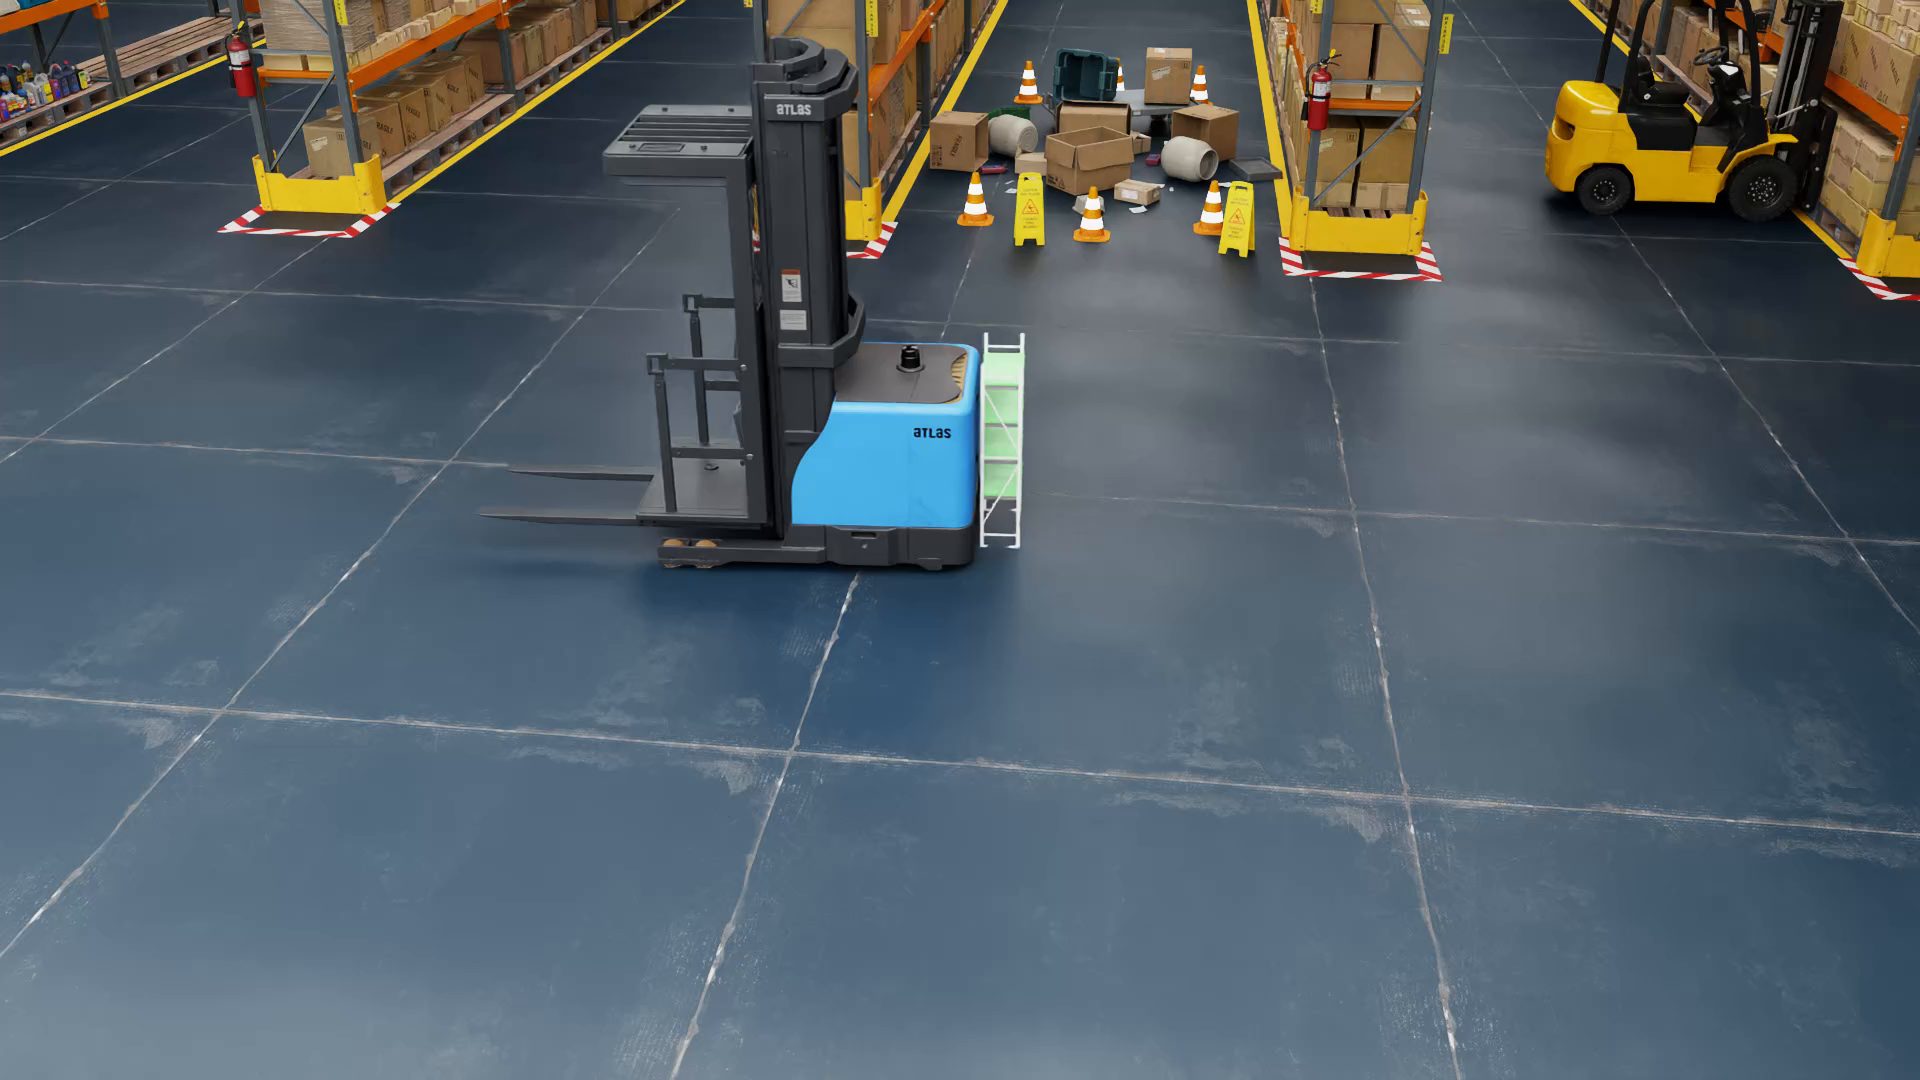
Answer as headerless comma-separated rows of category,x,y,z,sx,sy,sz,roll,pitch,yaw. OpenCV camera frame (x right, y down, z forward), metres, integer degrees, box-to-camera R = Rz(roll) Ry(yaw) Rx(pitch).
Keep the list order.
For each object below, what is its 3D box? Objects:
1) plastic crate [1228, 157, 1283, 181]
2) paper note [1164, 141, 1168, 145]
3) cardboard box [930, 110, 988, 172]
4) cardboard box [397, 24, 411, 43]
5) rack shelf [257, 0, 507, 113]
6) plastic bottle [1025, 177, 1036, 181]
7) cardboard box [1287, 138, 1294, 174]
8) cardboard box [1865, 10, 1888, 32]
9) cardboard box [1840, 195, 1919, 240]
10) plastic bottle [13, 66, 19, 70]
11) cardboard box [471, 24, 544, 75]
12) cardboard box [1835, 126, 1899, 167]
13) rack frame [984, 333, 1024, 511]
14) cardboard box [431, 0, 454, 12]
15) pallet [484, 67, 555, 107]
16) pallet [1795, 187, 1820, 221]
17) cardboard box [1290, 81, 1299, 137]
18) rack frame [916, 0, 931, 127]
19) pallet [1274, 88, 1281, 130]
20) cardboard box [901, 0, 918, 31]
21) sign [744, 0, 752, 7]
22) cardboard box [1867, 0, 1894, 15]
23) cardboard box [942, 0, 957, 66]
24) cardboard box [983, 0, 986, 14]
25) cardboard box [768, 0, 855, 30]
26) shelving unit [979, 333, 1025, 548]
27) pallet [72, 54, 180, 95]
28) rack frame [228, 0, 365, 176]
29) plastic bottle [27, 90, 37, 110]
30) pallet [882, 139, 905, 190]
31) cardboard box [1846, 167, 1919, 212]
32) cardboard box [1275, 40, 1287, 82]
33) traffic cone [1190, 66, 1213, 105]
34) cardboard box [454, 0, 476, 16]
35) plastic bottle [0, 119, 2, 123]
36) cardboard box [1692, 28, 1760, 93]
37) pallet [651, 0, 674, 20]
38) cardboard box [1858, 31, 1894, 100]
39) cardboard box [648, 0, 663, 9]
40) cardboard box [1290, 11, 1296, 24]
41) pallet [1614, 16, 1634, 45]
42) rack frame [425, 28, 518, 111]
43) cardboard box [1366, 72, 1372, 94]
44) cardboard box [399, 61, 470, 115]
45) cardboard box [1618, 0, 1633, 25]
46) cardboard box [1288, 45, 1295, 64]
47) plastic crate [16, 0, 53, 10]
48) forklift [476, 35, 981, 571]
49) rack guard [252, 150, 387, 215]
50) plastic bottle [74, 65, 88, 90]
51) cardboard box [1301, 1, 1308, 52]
plastic crate,3.084,-3.877,17.362,0.402,0.080,0.583,-6,29,-11
paper note,2.332,-4.396,18.378,0.148,0.019,0.142,3,28,6
cardboard box,-0.006,-4.204,17.523,0.500,0.500,0.500,8,29,15
cardboard box,-5.817,-5.145,16.902,0.380,0.149,0.250,3,28,6
rack shelf,-5.990,-5.171,17.445,1.077,0.370,4.000,3,28,6
plastic bottle,0.747,-3.672,17.002,0.133,0.061,0.283,-6,29,-11
cardboard box,3.562,-3.831,16.655,0.500,0.250,0.500,2,28,4
cardboard box,8.413,-4.678,14.981,0.380,0.149,0.250,2,28,5
cardboard box,8.271,-2.898,14.923,0.500,0.250,0.500,4,29,7
plastic bottle,-11.147,-5.434,19.581,0.152,0.276,0.135,4,29,8
cardboard box,-5.571,-6.034,20.459,0.700,0.500,0.500,3,28,6
cardboard box,8.331,-3.574,15.124,0.500,0.250,0.500,4,29,7
rack frame,0.268,-0.717,10.316,0.240,1.200,0.015,1,28,3
cardboard box,-5.919,-5.922,17.660,0.875,0.500,0.500,3,28,6
pallet,-5.651,-5.568,20.363,1.003,0.211,1.213,3,28,6
pallet,8.731,-3.391,16.322,1.003,0.211,1.213,3,28,6
cardboard box,3.631,-4.399,16.919,0.500,0.500,0.500,5,29,9
rack frame,-0.835,-6.094,18.398,1.000,3.000,0.127,3,28,6
pallet,4.184,-4.992,19.294,1.003,0.211,1.213,3,28,6
cardboard box,-0.913,-5.725,17.556,0.875,0.550,0.550,3,28,6
sign,-1.862,-4.863,14.643,0.100,0.325,0.005,3,28,6
cardboard box,8.392,-4.810,14.913,0.380,0.149,0.250,4,29,7
cardboard box,-0.612,-6.478,21.041,1.050,0.750,0.750,4,29,7
cardboard box,0.112,-7.858,23.866,0.500,0.500,0.500,3,28,5
cardboard box,-1.241,-4.925,14.932,0.875,0.550,0.550,3,28,6
shelving unit,0.256,-0.602,10.101,0.258,1.200,0.503,1,28,3
pallet,-10.603,-5.862,20.908,1.003,0.211,1.213,3,28,6
rack frame,-6.235,-4.547,15.527,1.000,3.000,0.127,3,28,6
plastic bottle,-10.528,-4.983,18.824,0.097,0.201,0.097,0,28,0
pallet,-1.153,-3.937,17.335,1.003,0.211,1.213,3,28,6
cardboard box,8.276,-3.126,14.818,0.500,0.250,0.500,3,28,6
cardboard box,4.320,-5.795,20.171,0.950,0.372,0.625,4,29,8
traffic cone,2.853,-5.402,19.789,0.336,0.463,0.334,3,28,6
cardboard box,-5.530,-5.845,18.202,0.380,0.149,0.250,3,28,6
plastic bottle,-10.607,-4.680,18.261,0.097,0.201,0.097,0,28,0
cardboard box,9.263,-5.671,19.675,0.875,0.625,0.625,2,28,4
pallet,-4.931,-8.024,24.922,1.003,0.211,1.213,3,28,6
cardboard box,8.400,-4.219,14.812,0.500,0.500,0.500,4,29,8
cardboard box,-5.033,-8.305,24.300,1.225,0.875,0.875,3,29,6
cardboard box,3.733,-5.613,17.772,0.380,0.149,0.250,3,28,6
pallet,9.788,-7.144,23.288,1.003,0.211,1.213,3,28,6
rack frame,-5.745,-6.429,19.022,1.000,3.000,0.127,3,28,6
cardboard box,3.864,-4.128,15.014,0.380,0.149,0.250,4,29,7
cardboard box,-5.896,-5.058,18.668,0.500,0.500,0.500,13,31,22
cardboard box,9.524,-7.473,23.151,0.500,0.500,0.500,2,28,4
cardboard box,3.675,-5.126,17.584,0.380,0.149,0.250,4,29,7
plastic crate,-10.527,-6.115,18.595,0.499,0.251,0.616,3,28,6
forklift,-1.406,-1.367,9.697,3.031,2.935,1.130,2,28,3
rack guard,-6.226,-3.482,16.186,1.175,0.500,0.348,3,28,6
plastic bottle,-10.392,-5.469,19.640,0.061,0.283,0.133,5,29,9
cardboard box,3.524,-4.888,15.741,0.500,0.500,0.500,3,28,6
